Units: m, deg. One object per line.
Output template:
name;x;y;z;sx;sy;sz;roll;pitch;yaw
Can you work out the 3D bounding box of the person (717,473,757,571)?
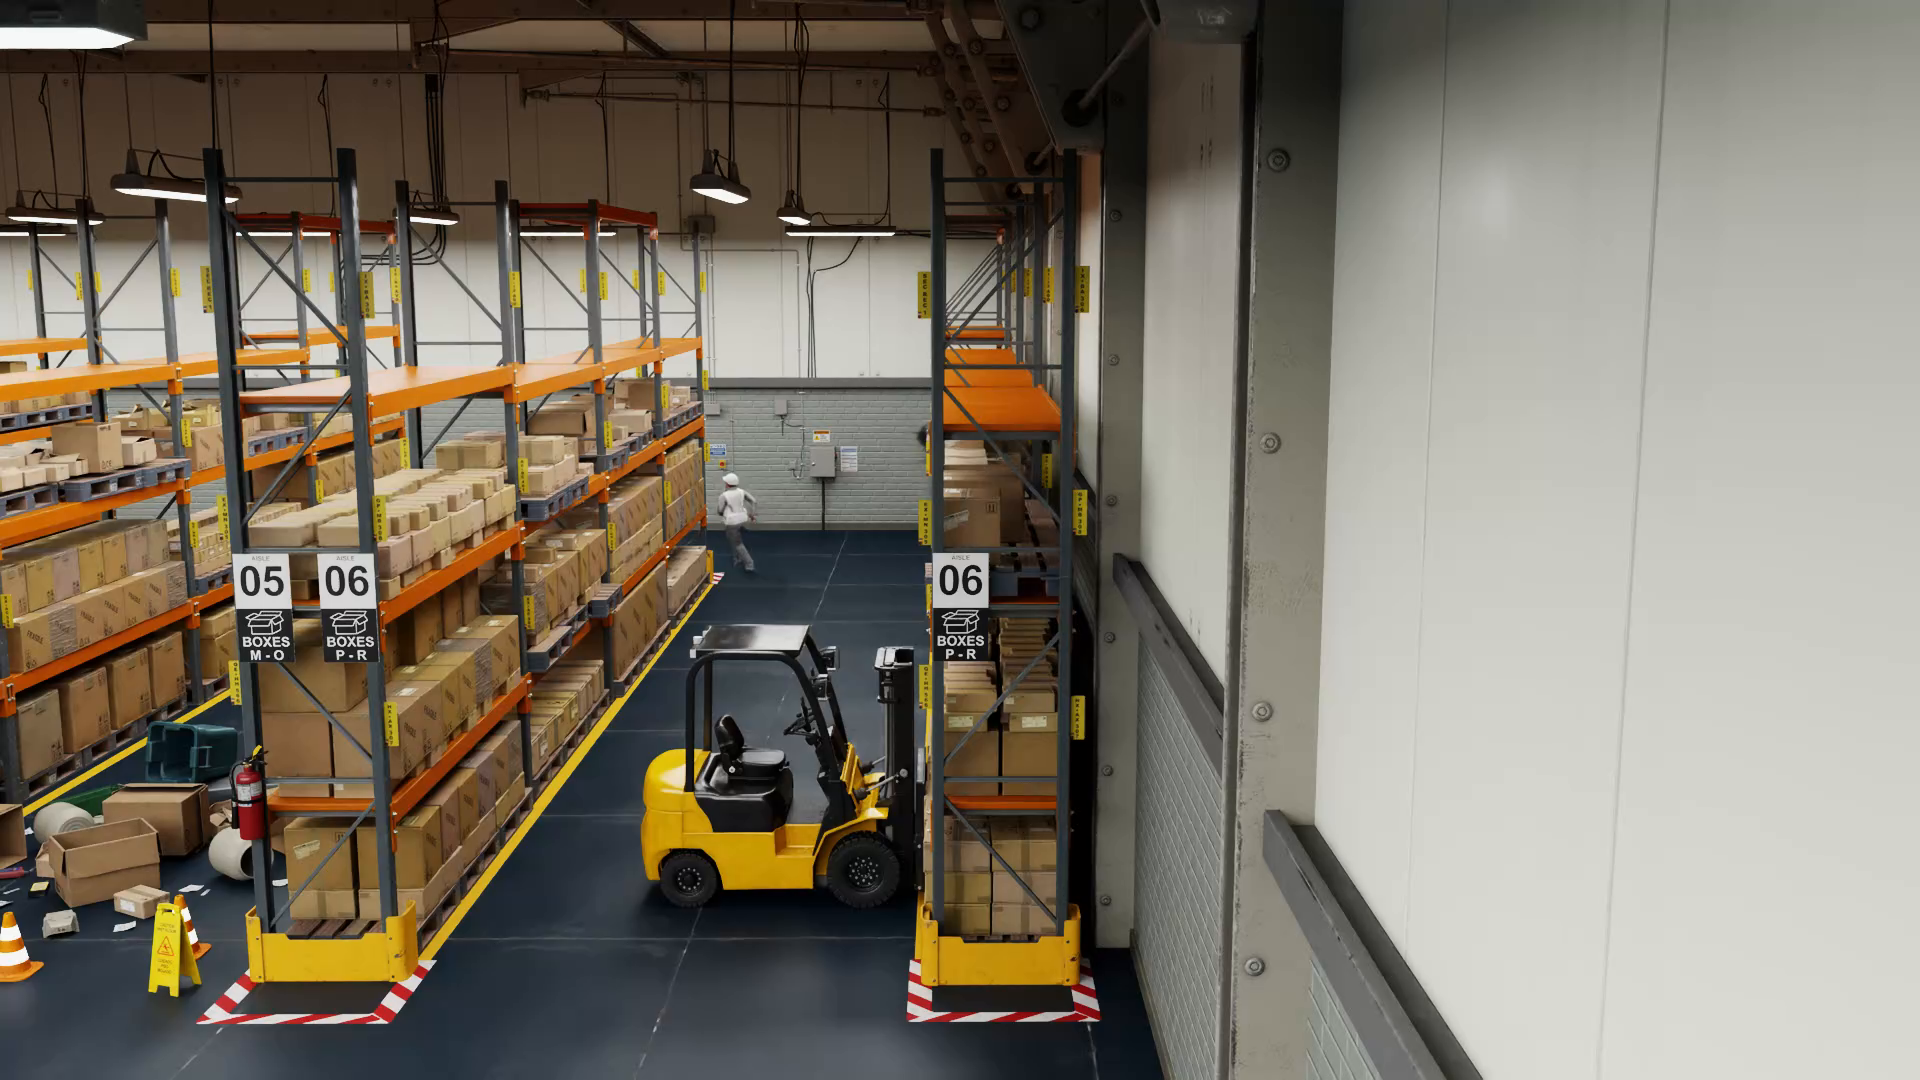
person;-3.922;-0.310;28.833;0.700;1.732;0.641;8;12;43
